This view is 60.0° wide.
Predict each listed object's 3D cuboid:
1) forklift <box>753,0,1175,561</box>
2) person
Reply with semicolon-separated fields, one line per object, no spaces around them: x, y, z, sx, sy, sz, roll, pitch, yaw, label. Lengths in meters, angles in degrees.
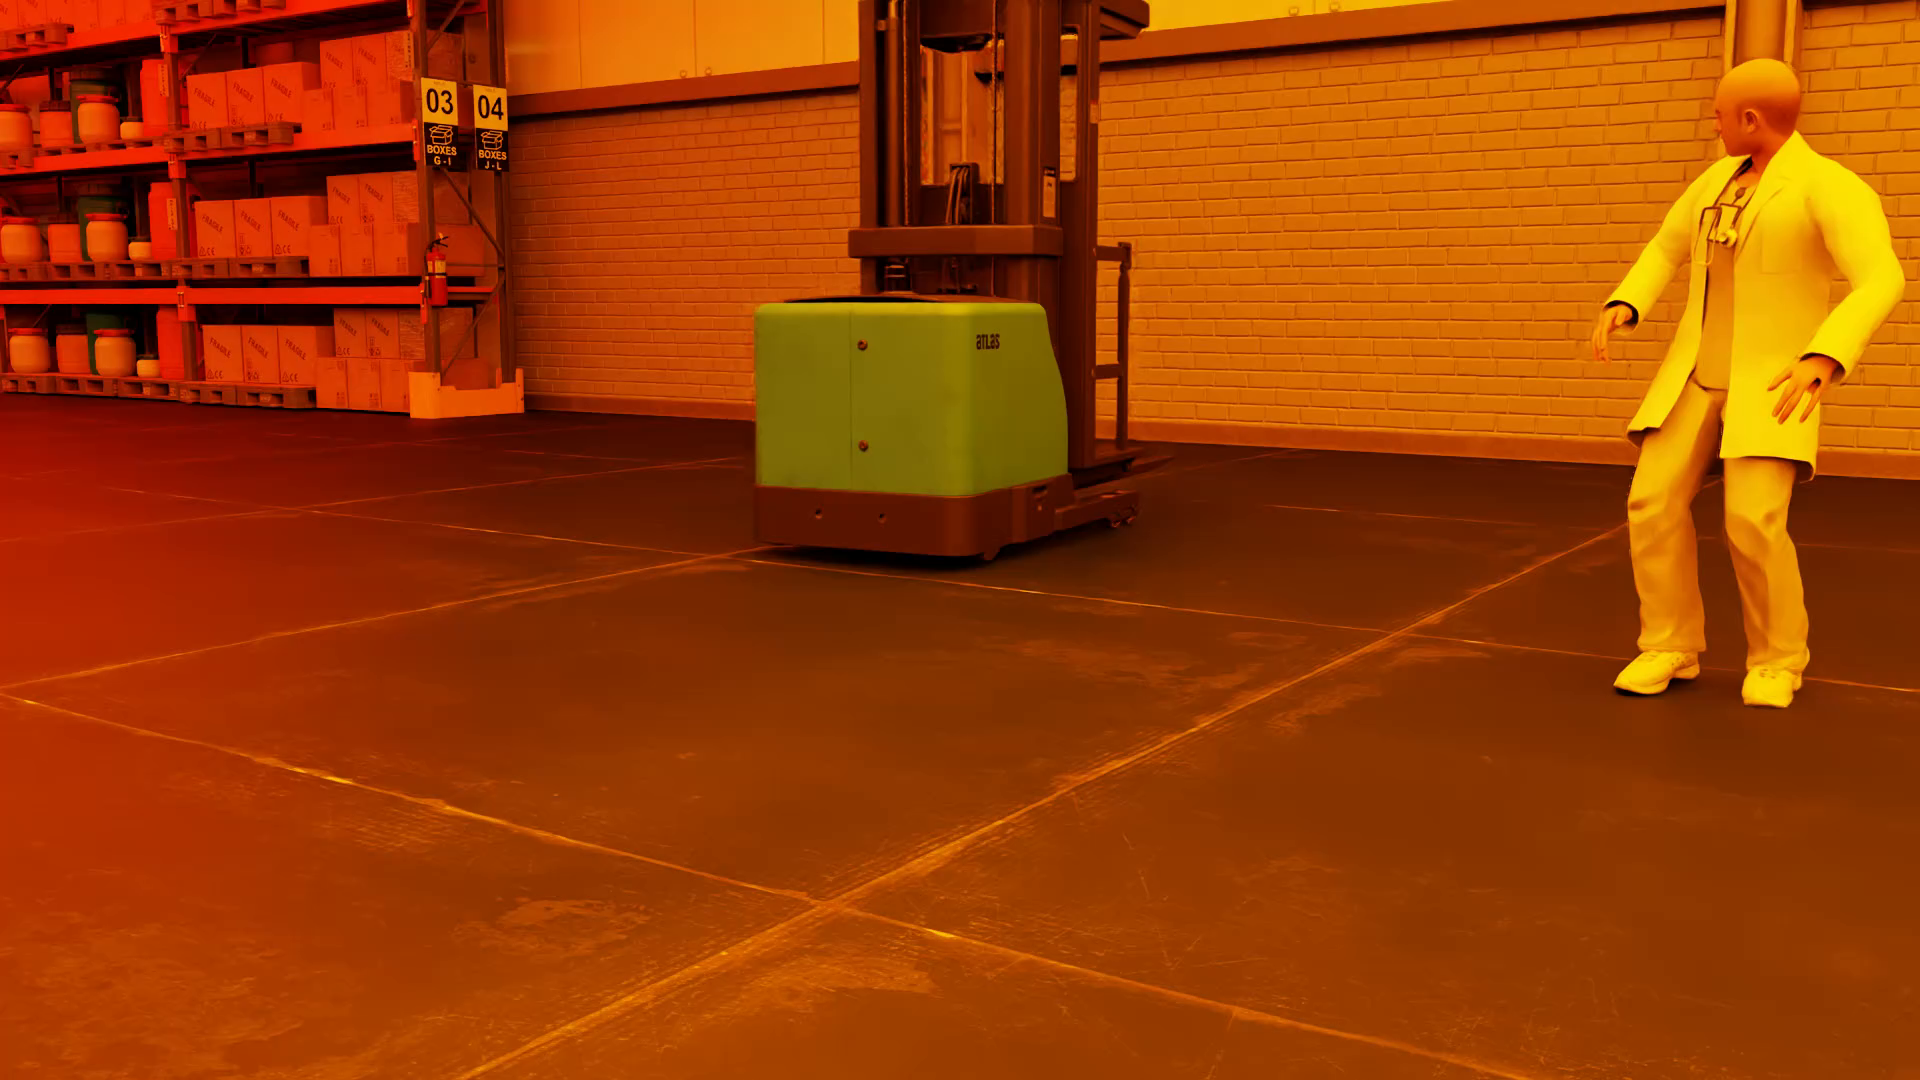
0.231;-1.532;7.966;1.130;2.935;3.031;4;9;26;forklift
2.103;-0.410;4.514;0.551;1.722;0.825;-5;9;-31;person
